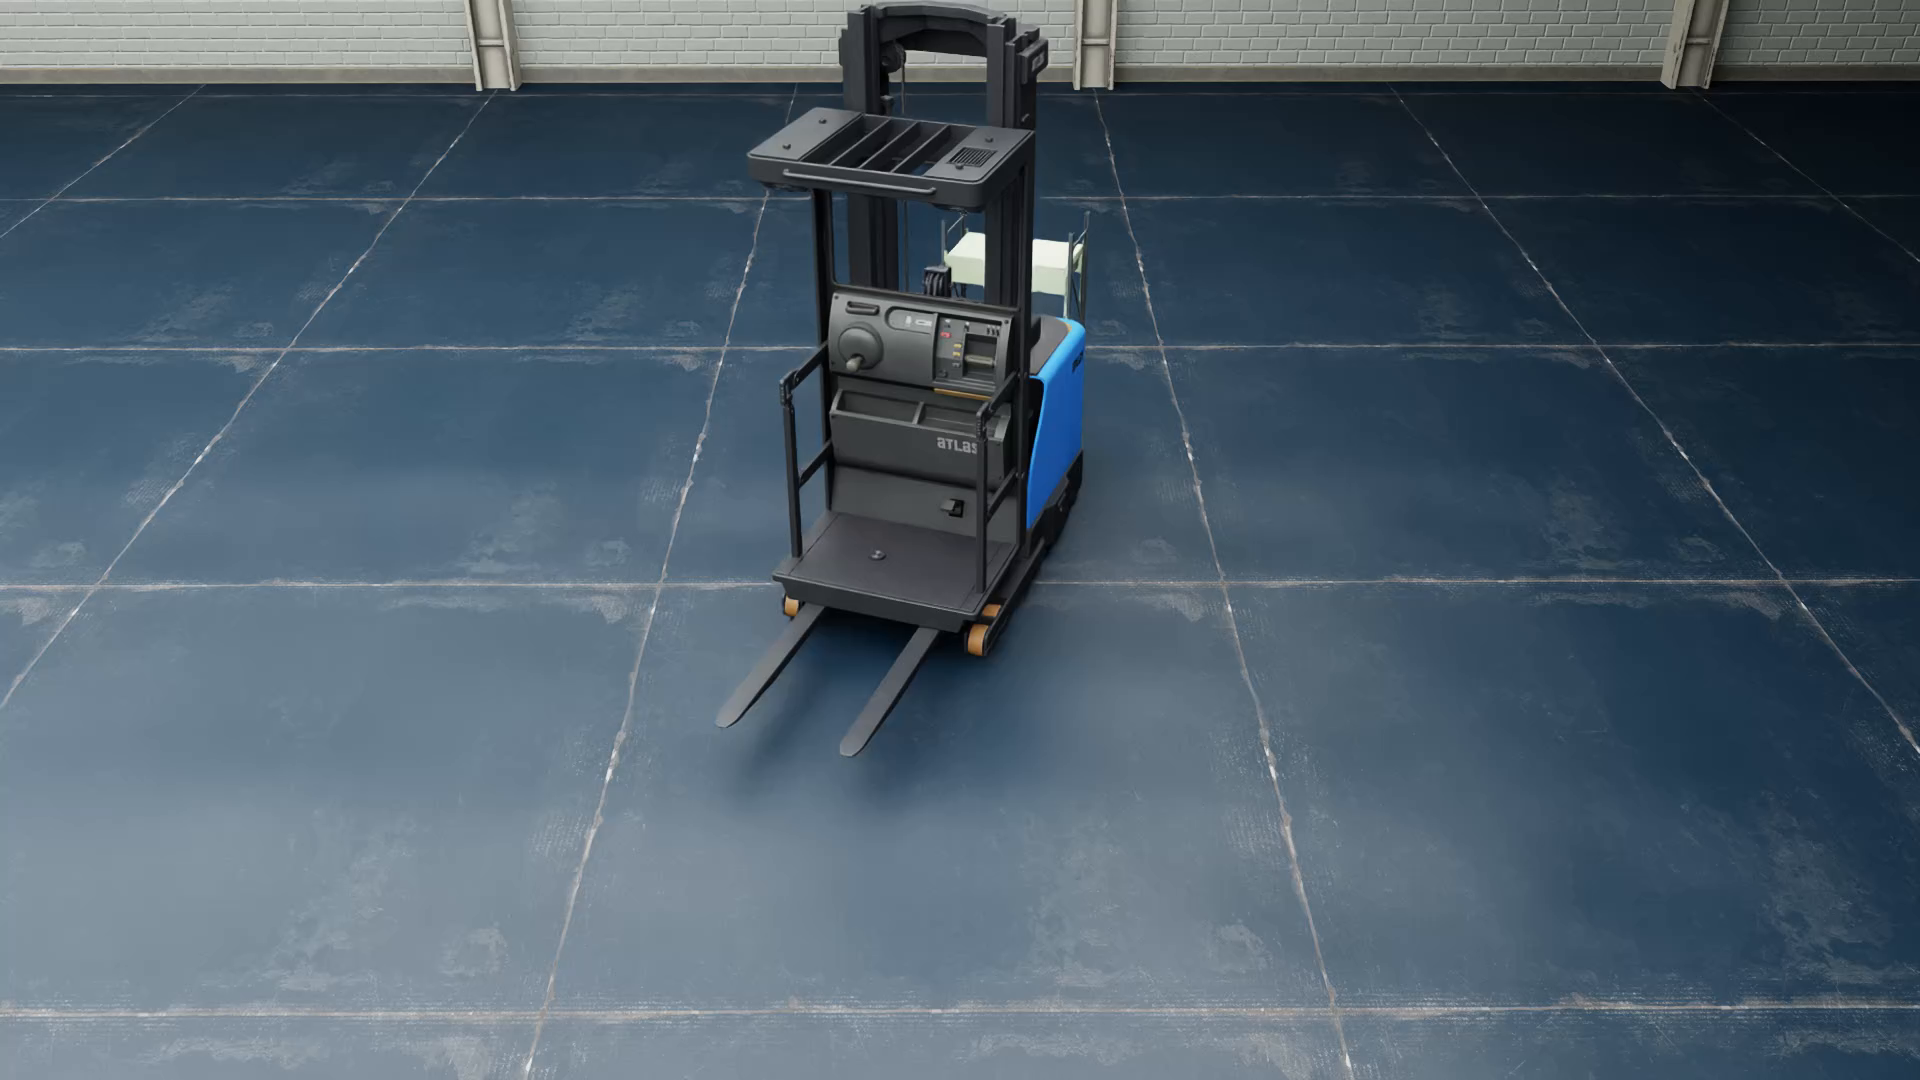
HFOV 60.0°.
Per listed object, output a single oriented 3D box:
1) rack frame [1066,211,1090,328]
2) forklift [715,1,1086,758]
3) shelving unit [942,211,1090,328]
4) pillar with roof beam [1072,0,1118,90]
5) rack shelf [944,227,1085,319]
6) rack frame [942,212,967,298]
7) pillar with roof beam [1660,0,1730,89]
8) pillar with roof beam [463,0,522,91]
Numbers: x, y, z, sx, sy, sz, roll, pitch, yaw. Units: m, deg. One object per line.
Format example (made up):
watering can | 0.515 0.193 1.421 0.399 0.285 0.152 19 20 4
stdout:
rack frame | 0.662 -1.119 9.638 0.023 1.500 0.400 10 31 15
forklift | -0.271 -0.913 7.929 1.130 2.935 3.031 11 33 17
shelving unit | 0.314 -1.177 9.734 0.755 1.500 0.431 10 31 15
pillar with roof beam | 1.372 -6.220 10.827 0.400 9.000 9.100 0 31 0
rack shelf | 0.316 -1.515 9.539 0.720 0.370 0.431 10 31 15
rack frame | -0.035 -1.236 9.830 0.023 1.500 0.400 10 31 15
pillar with roof beam | 7.372 -6.239 10.858 0.400 9.000 9.100 0 31 0
pillar with roof beam | -4.627 -6.202 10.796 0.400 9.000 9.100 0 31 0
